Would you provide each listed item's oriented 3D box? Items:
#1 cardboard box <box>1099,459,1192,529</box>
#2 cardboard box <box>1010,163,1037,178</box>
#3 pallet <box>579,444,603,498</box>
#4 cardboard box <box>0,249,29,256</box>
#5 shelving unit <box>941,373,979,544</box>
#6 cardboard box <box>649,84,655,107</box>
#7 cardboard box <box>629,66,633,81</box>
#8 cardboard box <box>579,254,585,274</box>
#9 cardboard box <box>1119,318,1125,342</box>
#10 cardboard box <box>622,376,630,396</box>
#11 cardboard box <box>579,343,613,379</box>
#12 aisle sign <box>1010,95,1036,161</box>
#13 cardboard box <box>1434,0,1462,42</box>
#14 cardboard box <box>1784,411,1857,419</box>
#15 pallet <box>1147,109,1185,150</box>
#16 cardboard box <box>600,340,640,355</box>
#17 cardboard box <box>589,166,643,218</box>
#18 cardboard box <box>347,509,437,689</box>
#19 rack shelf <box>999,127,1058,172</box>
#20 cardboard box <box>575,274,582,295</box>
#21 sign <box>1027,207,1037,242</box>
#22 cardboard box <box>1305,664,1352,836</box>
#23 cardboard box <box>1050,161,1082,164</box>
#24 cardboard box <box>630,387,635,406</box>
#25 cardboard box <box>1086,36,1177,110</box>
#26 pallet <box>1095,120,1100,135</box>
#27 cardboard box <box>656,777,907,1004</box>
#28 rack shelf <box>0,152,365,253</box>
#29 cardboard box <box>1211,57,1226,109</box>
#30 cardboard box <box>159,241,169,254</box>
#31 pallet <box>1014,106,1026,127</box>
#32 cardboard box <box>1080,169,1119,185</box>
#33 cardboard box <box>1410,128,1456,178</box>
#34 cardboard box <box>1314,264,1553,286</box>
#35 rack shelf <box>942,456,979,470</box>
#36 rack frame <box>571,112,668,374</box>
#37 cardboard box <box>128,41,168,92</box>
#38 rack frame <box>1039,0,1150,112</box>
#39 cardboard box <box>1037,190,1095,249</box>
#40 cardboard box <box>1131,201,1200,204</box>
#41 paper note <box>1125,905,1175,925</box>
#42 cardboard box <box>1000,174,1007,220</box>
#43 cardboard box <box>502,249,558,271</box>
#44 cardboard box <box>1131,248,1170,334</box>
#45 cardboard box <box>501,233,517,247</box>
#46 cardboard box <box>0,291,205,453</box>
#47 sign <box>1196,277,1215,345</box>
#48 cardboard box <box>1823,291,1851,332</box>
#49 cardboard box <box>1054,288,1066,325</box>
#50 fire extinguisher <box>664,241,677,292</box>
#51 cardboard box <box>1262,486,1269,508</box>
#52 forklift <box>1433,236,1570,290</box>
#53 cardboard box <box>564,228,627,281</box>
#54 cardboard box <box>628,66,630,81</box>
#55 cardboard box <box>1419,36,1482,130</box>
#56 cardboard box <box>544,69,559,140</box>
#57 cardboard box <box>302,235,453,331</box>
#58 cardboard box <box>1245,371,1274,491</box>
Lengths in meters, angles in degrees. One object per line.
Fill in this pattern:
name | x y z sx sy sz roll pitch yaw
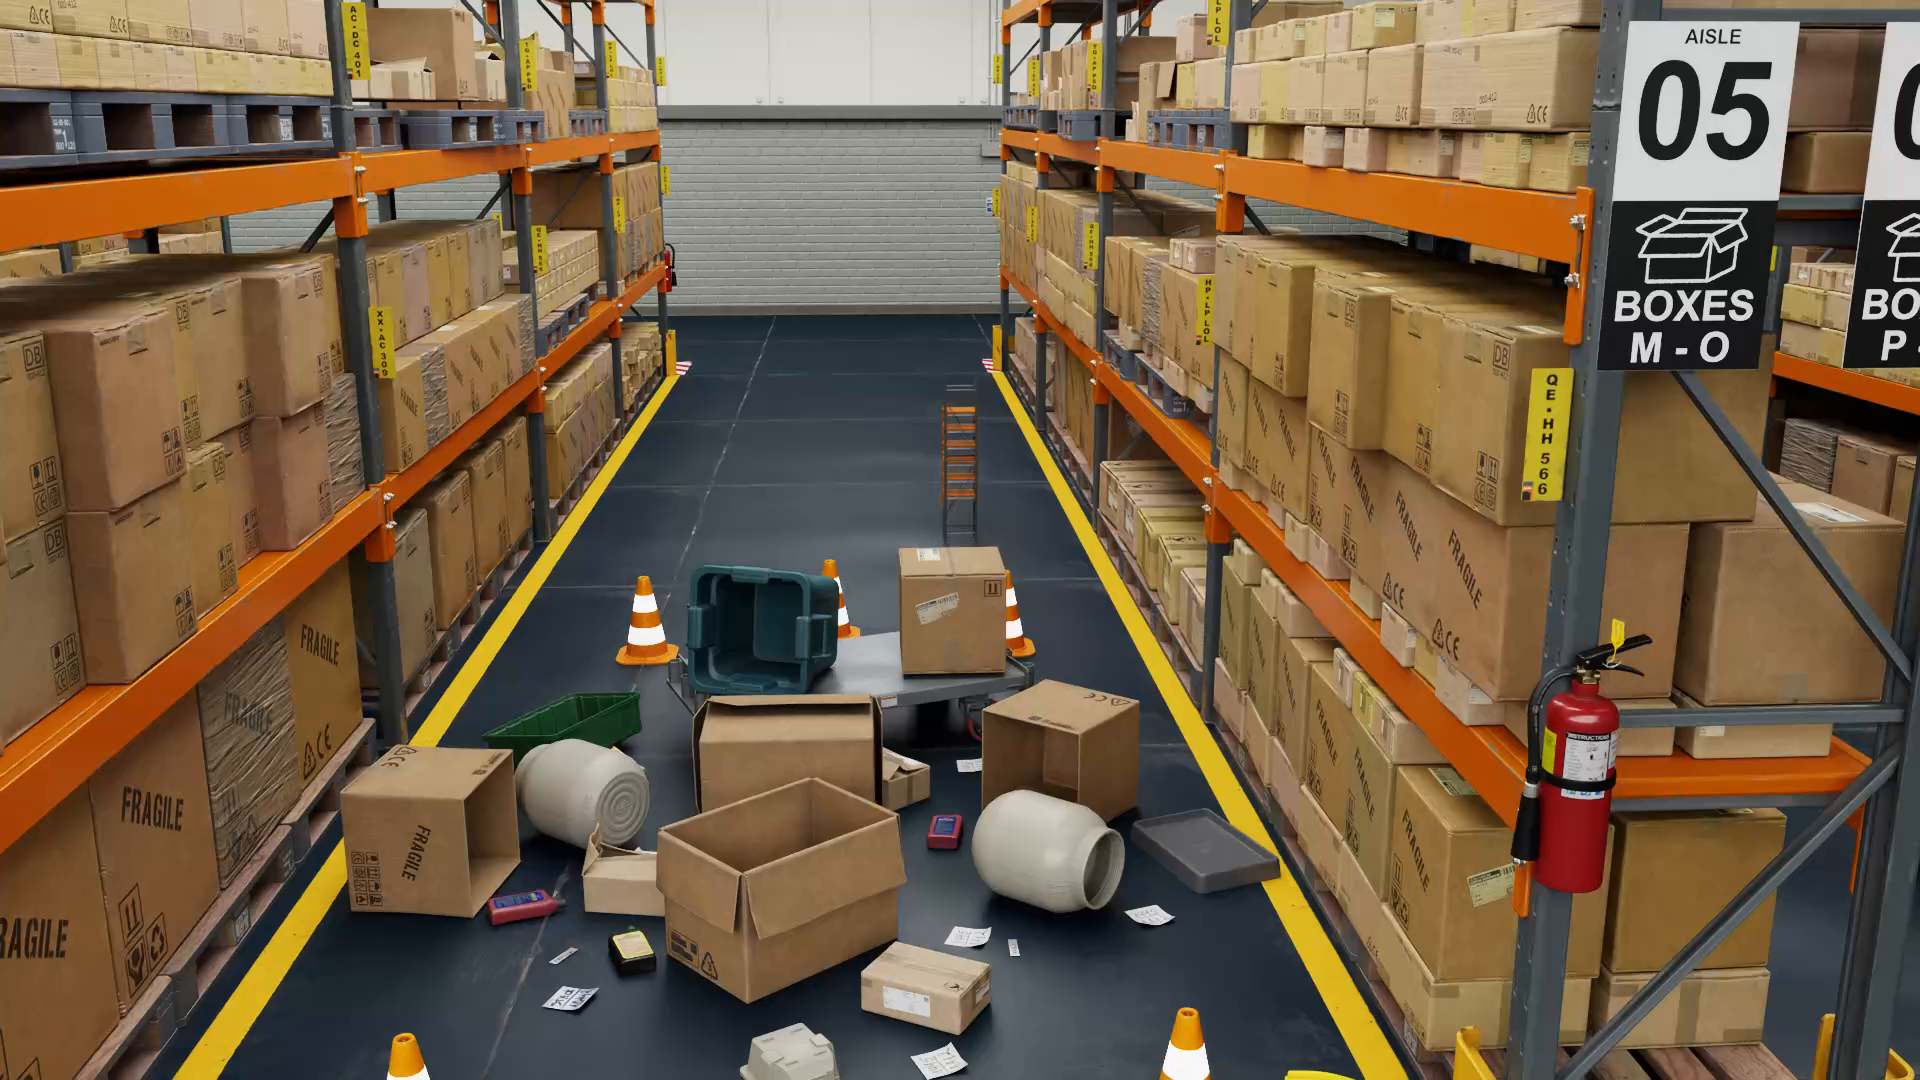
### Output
cardboard box | 1.510 -0.324 11.695 0.950 0.372 0.625 -2 15 -7
cardboard box | 0.758 -4.082 18.362 0.380 0.149 0.250 -1 14 -5
pallet | -3.569 -0.579 13.852 1.003 0.211 1.213 -1 14 -3
cardboard box | -8.606 -2.751 14.485 0.797 0.503 0.637 -1 14 -5
shelving unit | 0.001 -0.577 11.863 0.258 1.200 0.189 -1 14 -3
cardboard box | -3.663 -4.933 18.458 0.500 0.250 0.500 -1 14 -5
cardboard box | -3.558 -4.776 17.046 0.380 0.149 0.250 -1 14 -5
cardboard box | -3.424 -2.362 14.249 0.380 0.149 0.250 -1 14 -5
cardboard box | 1.274 -1.392 11.078 0.380 0.149 0.250 -2 15 -7
cardboard box | -3.400 -1.489 16.074 0.380 0.149 0.250 0 14 -1
cardboard box | -3.399 -1.601 14.900 0.500 0.250 0.500 -1 14 -5
aisle sign | 0.695 -4.796 19.428 0.394 0.787 0.004 -1 14 -3
cardboard box | 1.681 -1.593 5.084 0.380 0.149 0.250 -1 14 -3
cardboard box | 6.692 -0.713 12.952 0.500 0.500 0.500 0 14 -1
pallet | 1.733 -2.314 9.356 1.213 0.211 1.003 -1 14 -3
cardboard box | -3.583 -2.016 17.525 0.380 0.149 0.250 -1 14 -3
cardboard box | -3.560 -3.602 17.201 0.500 0.500 0.500 -1 14 -5
cardboard box | -3.330 0.296 8.529 1.050 0.750 0.750 -1 14 -4
rack shelf | 1.113 -4.130 17.483 1.077 0.370 4.000 -1 14 -3
cardboard box | -3.407 -2.155 14.043 0.380 0.149 0.250 -2 15 -6
sign | 0.683 -2.977 15.681 0.100 0.325 0.005 -1 14 -3
cardboard box | 1.611 0.771 6.182 0.500 0.500 0.500 -1 14 -5
cardboard box | 1.211 -4.284 19.147 0.380 0.149 0.250 -1 14 -3
cardboard box | -3.416 -1.411 16.370 0.380 0.149 0.250 0 14 -2
cardboard box | 1.311 -3.331 11.883 0.797 0.503 0.637 -2 15 -7
pallet | 1.343 -3.661 14.600 0.805 0.209 1.217 -1 15 -6
cardboard box | -0.655 1.267 6.091 0.797 0.503 0.637 -13 20 -42
rack shelf | -3.078 -1.044 5.489 1.077 0.370 4.000 -1 14 -3
cardboard box | 1.552 -2.265 8.249 0.500 0.250 0.500 -1 14 -5
cardboard box | -8.508 -2.943 17.149 0.500 0.250 0.500 -1 14 -3
pallet | 1.124 -4.444 17.439 1.003 0.211 1.213 -1 14 -3
cardboard box | 1.387 -3.584 16.428 0.380 0.149 0.250 -1 14 -4
cardboard box | 1.637 -1.213 5.204 0.380 0.149 0.250 -1 14 -4
cardboard box | 1.680 -0.722 6.008 0.700 0.500 0.500 -1 14 -4
rack shelf | 0.001 -0.534 11.874 0.258 0.103 0.180 -1 14 -3
rack frame | -3.945 -3.422 19.305 1.000 3.000 0.127 -1 14 -3
cardboard box | -2.750 -1.493 5.249 0.380 0.149 0.250 -1 14 -3
rack frame | 1.237 -5.434 15.086 1.000 3.000 0.127 -1 14 -3
cardboard box | 0.977 -2.947 15.254 0.500 0.500 0.500 -1 14 -3
cardboard box | 1.641 -2.445 13.301 0.500 0.500 0.500 0 14 -2
paper note | 0.730 1.436 6.383 0.142 0.019 0.148 -6 16 -23
cardboard box | 0.735 -3.932 19.082 0.500 0.500 0.500 -1 14 -5
cardboard box | -3.349 -2.181 12.950 0.380 0.149 0.250 0 14 -1
cardboard box | 1.361 -1.553 10.400 0.500 0.500 0.500 -1 14 -2
cardboard box | -4.108 -2.622 14.666 0.380 0.149 0.250 0 14 -2
cardboard box | -3.126 -0.537 5.627 0.875 0.550 0.500 -1 14 -3
sign | 1.179 -1.090 7.920 0.100 0.325 0.005 -1 14 -3
cardboard box | 6.252 -1.542 11.297 0.500 0.250 0.500 0 14 -2
cardboard box | 1.072 -1.961 13.931 0.500 0.250 0.500 -1 14 -4
fire extinguisher | -3.500 -3.273 19.632 0.296 0.674 0.183 -1 14 -3
cardboard box | 1.546 -0.206 7.312 0.380 0.149 0.250 -1 14 -4
forklift | 3.214 -0.824 9.347 1.130 2.935 3.031 -1 14 -3
cardboard box | -3.476 -2.746 15.883 0.500 0.500 0.500 -1 14 -4
cardboard box | -3.536 -4.711 16.793 0.380 0.149 0.250 -1 14 -5
cardboard box | 1.663 -1.317 4.808 0.500 0.250 0.500 -1 14 -4
cardboard box | -3.257 -3.204 12.237 0.500 0.500 0.500 -1 14 -3
cardboard box | -3.333 -1.472 9.522 0.700 0.500 0.500 -1 14 -4
cardboard box | 1.536 -0.493 7.125 0.500 0.500 0.500 -1 14 -4
